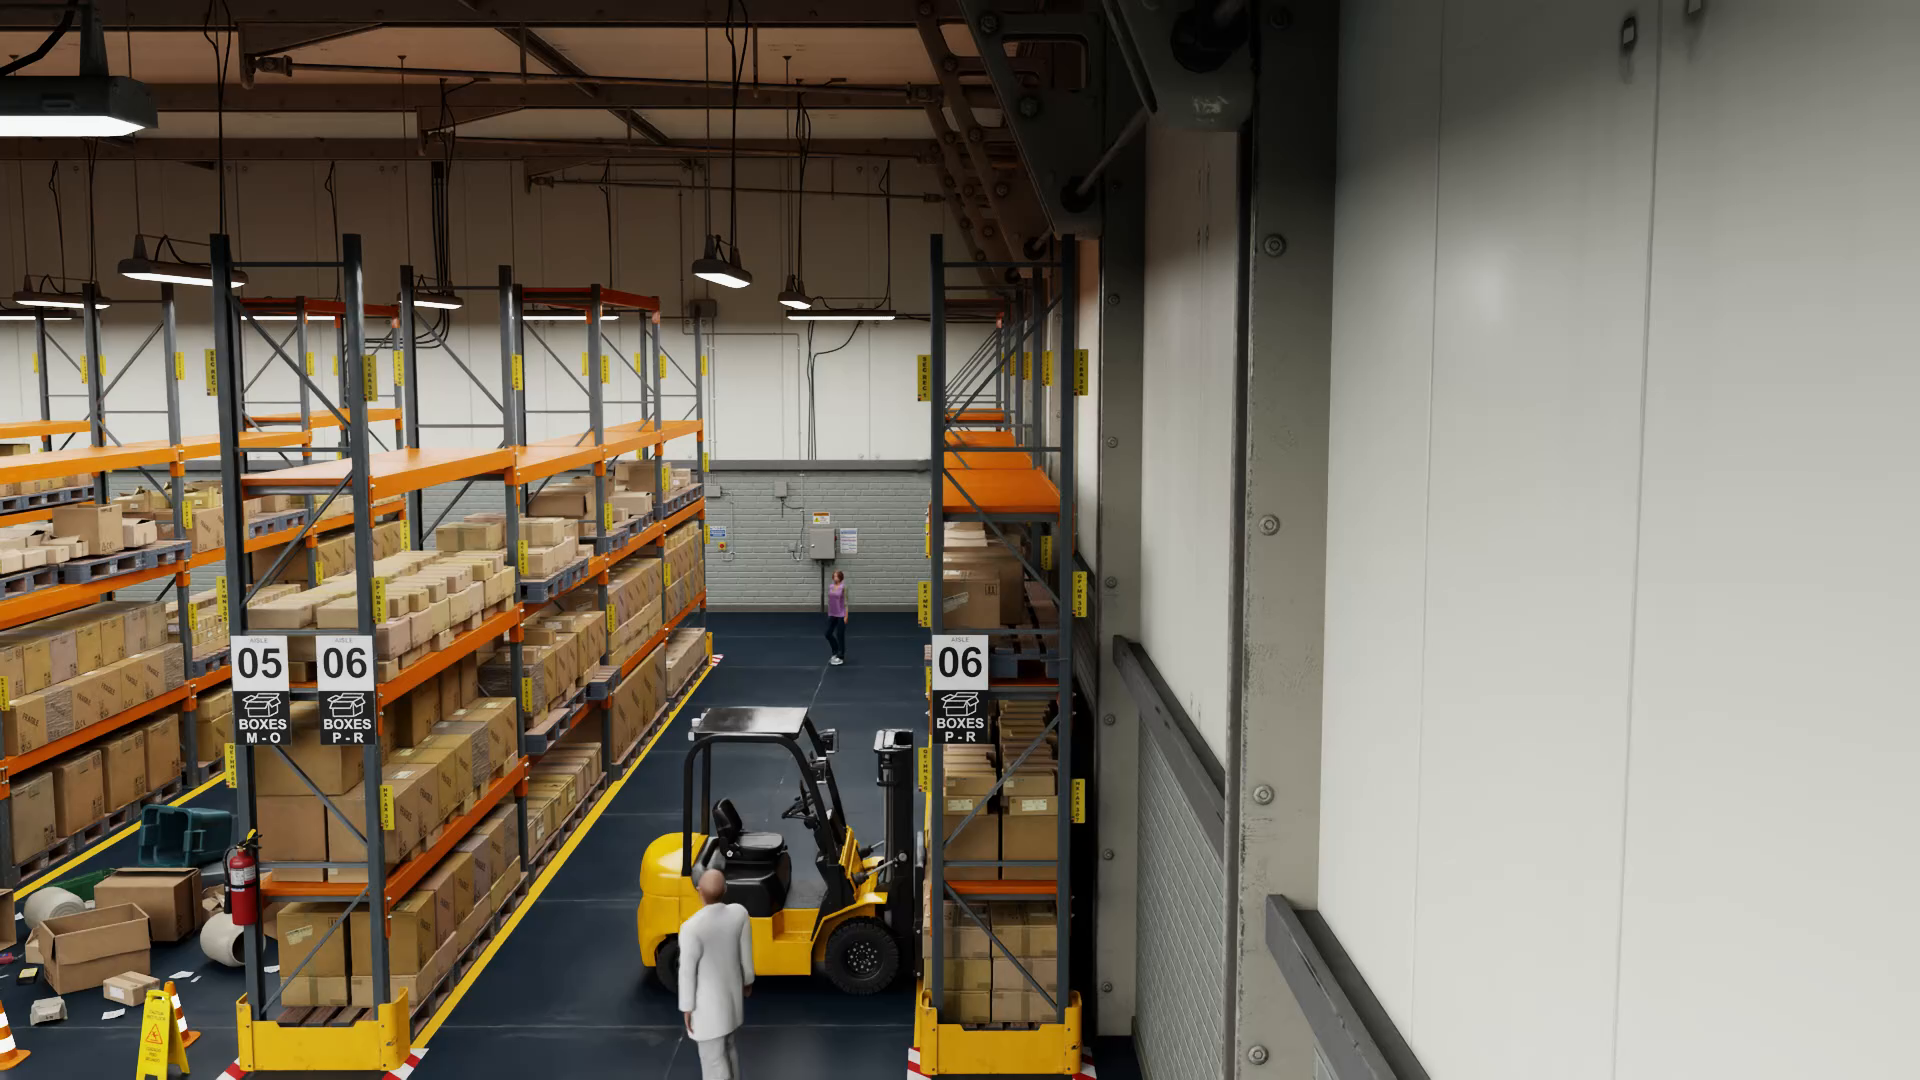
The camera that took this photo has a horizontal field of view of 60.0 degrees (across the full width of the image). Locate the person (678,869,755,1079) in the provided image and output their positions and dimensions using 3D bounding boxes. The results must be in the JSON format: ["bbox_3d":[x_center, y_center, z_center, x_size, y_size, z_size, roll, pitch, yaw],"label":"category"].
[{"bbox_3d":[-1.607,3.067,11.111,0.426,1.816,0.674,3,7,28],"label":"person"}]

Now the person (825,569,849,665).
[{"bbox_3d":[-2.064,1.300,27.925,0.451,1.616,0.369,6,8,41],"label":"person"}]
